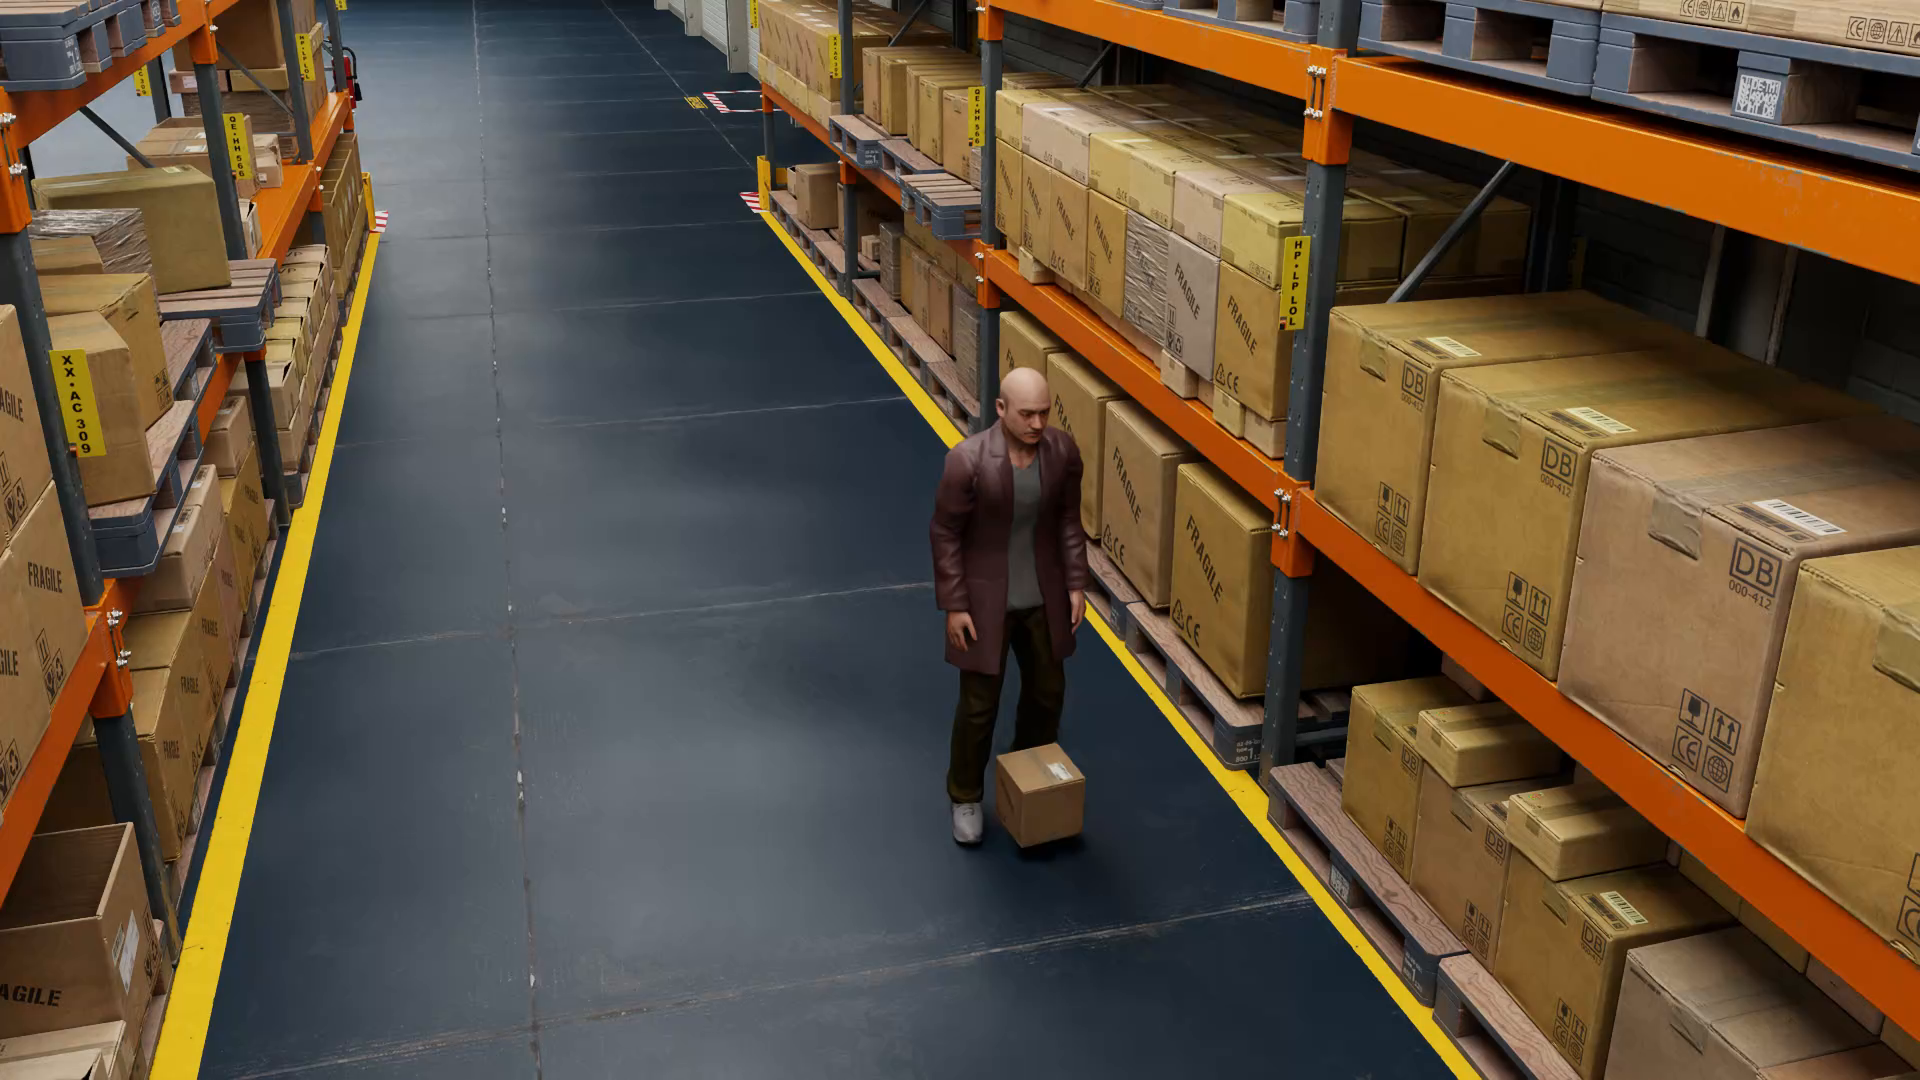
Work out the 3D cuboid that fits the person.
[{"bbox_3d":[0.193,0.221,6.083,0.612,1.775,0.426,-9,24,-21],"label":"person"}]
